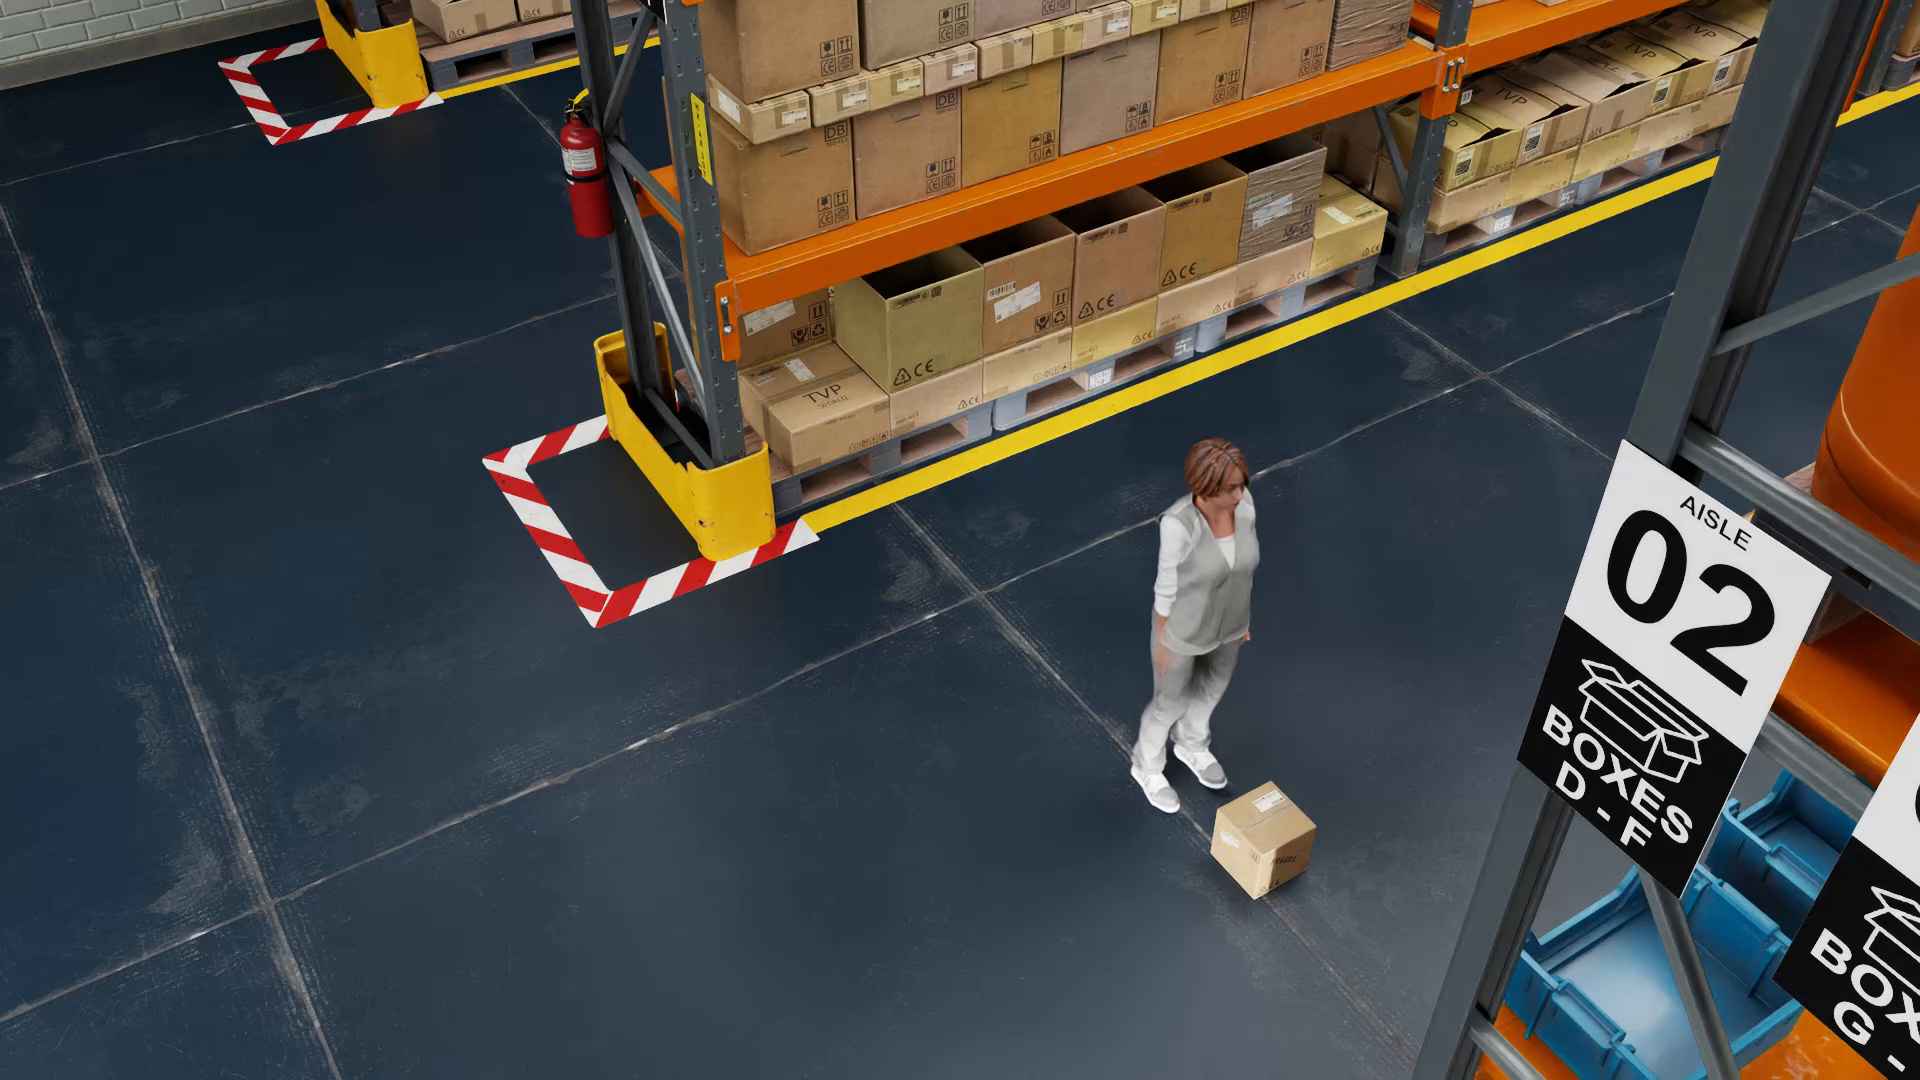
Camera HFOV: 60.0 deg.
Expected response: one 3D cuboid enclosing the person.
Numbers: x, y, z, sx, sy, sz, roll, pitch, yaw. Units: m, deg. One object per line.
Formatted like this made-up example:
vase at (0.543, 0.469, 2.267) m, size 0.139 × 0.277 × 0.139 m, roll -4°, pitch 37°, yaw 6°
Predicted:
person at (0.846, 0.300, 5.826) m, size 0.404 × 1.599 × 0.305 m, roll -22°, pitch 46°, yaw -23°
